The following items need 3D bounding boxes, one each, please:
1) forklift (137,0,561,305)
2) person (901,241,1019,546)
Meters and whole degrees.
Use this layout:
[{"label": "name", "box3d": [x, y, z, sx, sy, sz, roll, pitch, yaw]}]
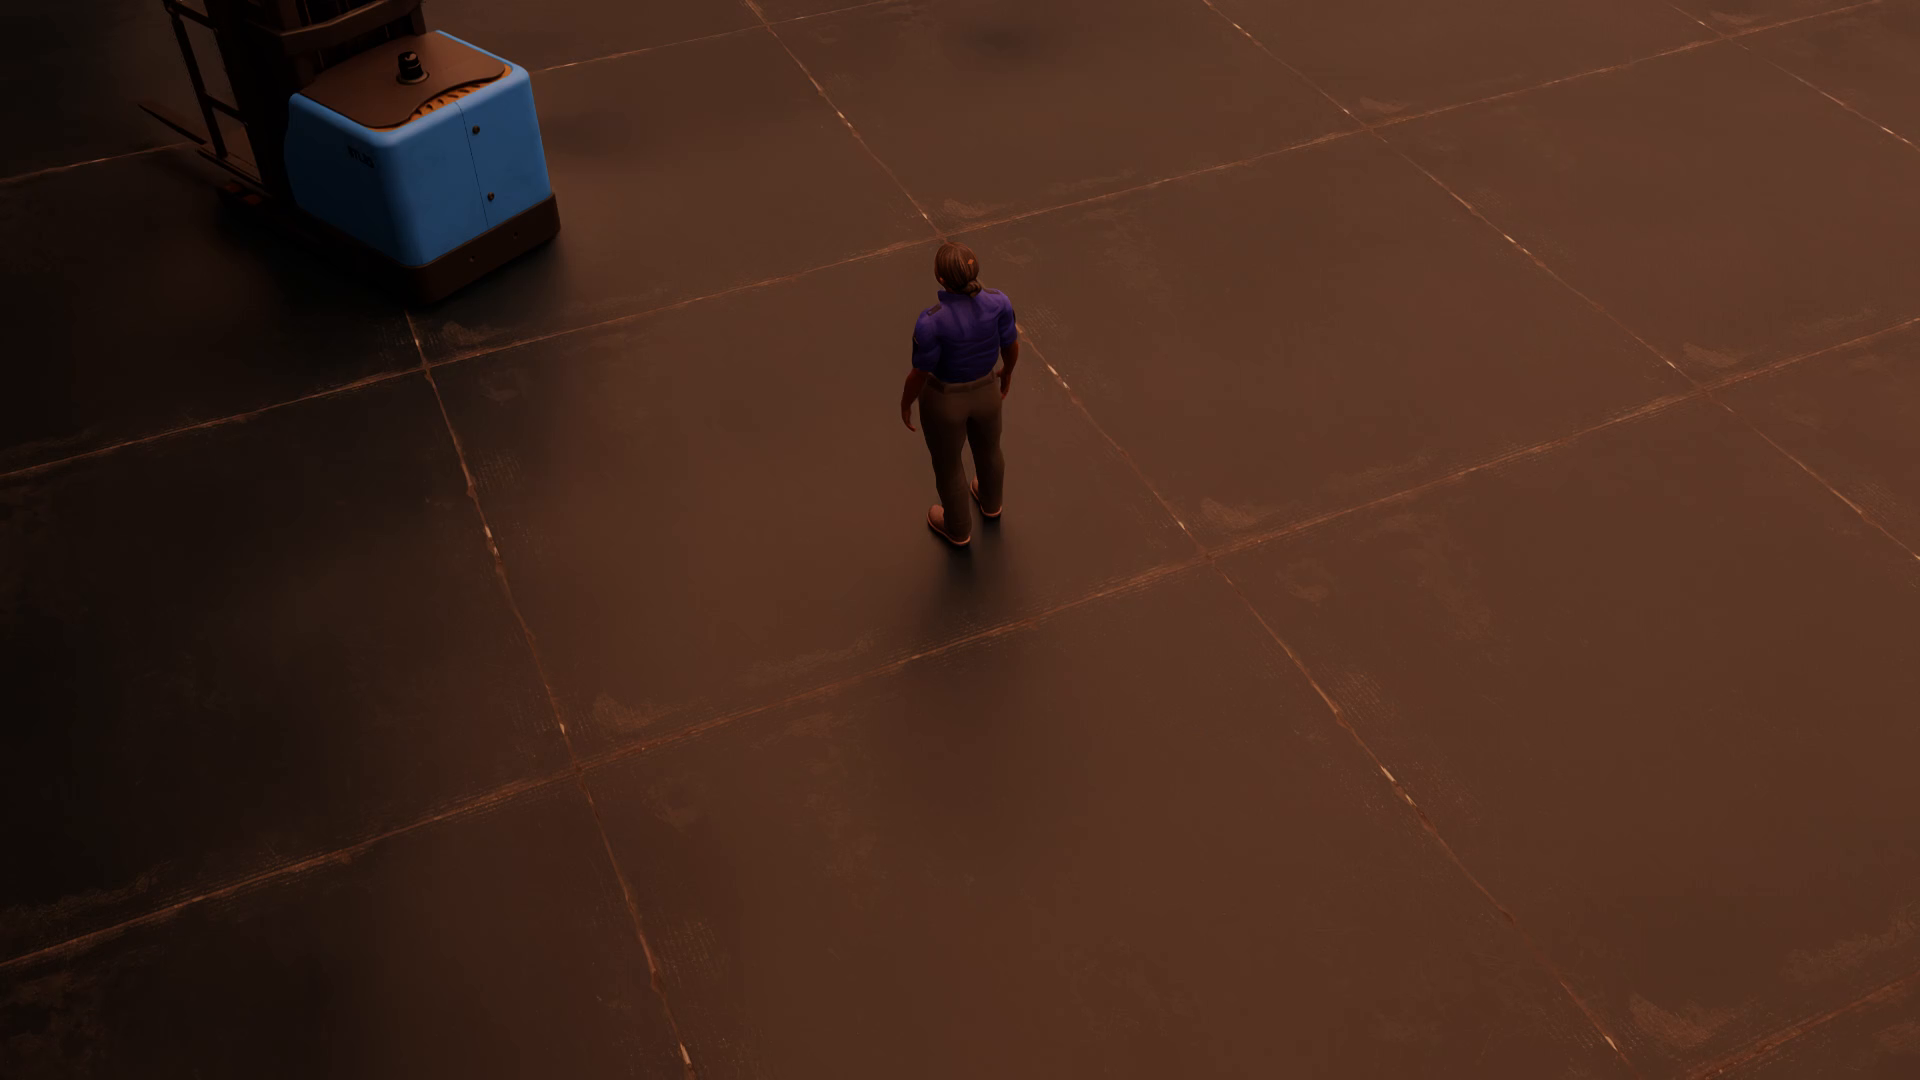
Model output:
[{"label": "forklift", "box3d": [-3.785, -3.200, 9.109, 3.031, 2.935, 1.130, 29, 50, 27]}, {"label": "person", "box3d": [-0.019, -0.671, 7.323, 0.569, 1.656, 0.503, -18, 46, -18]}]
